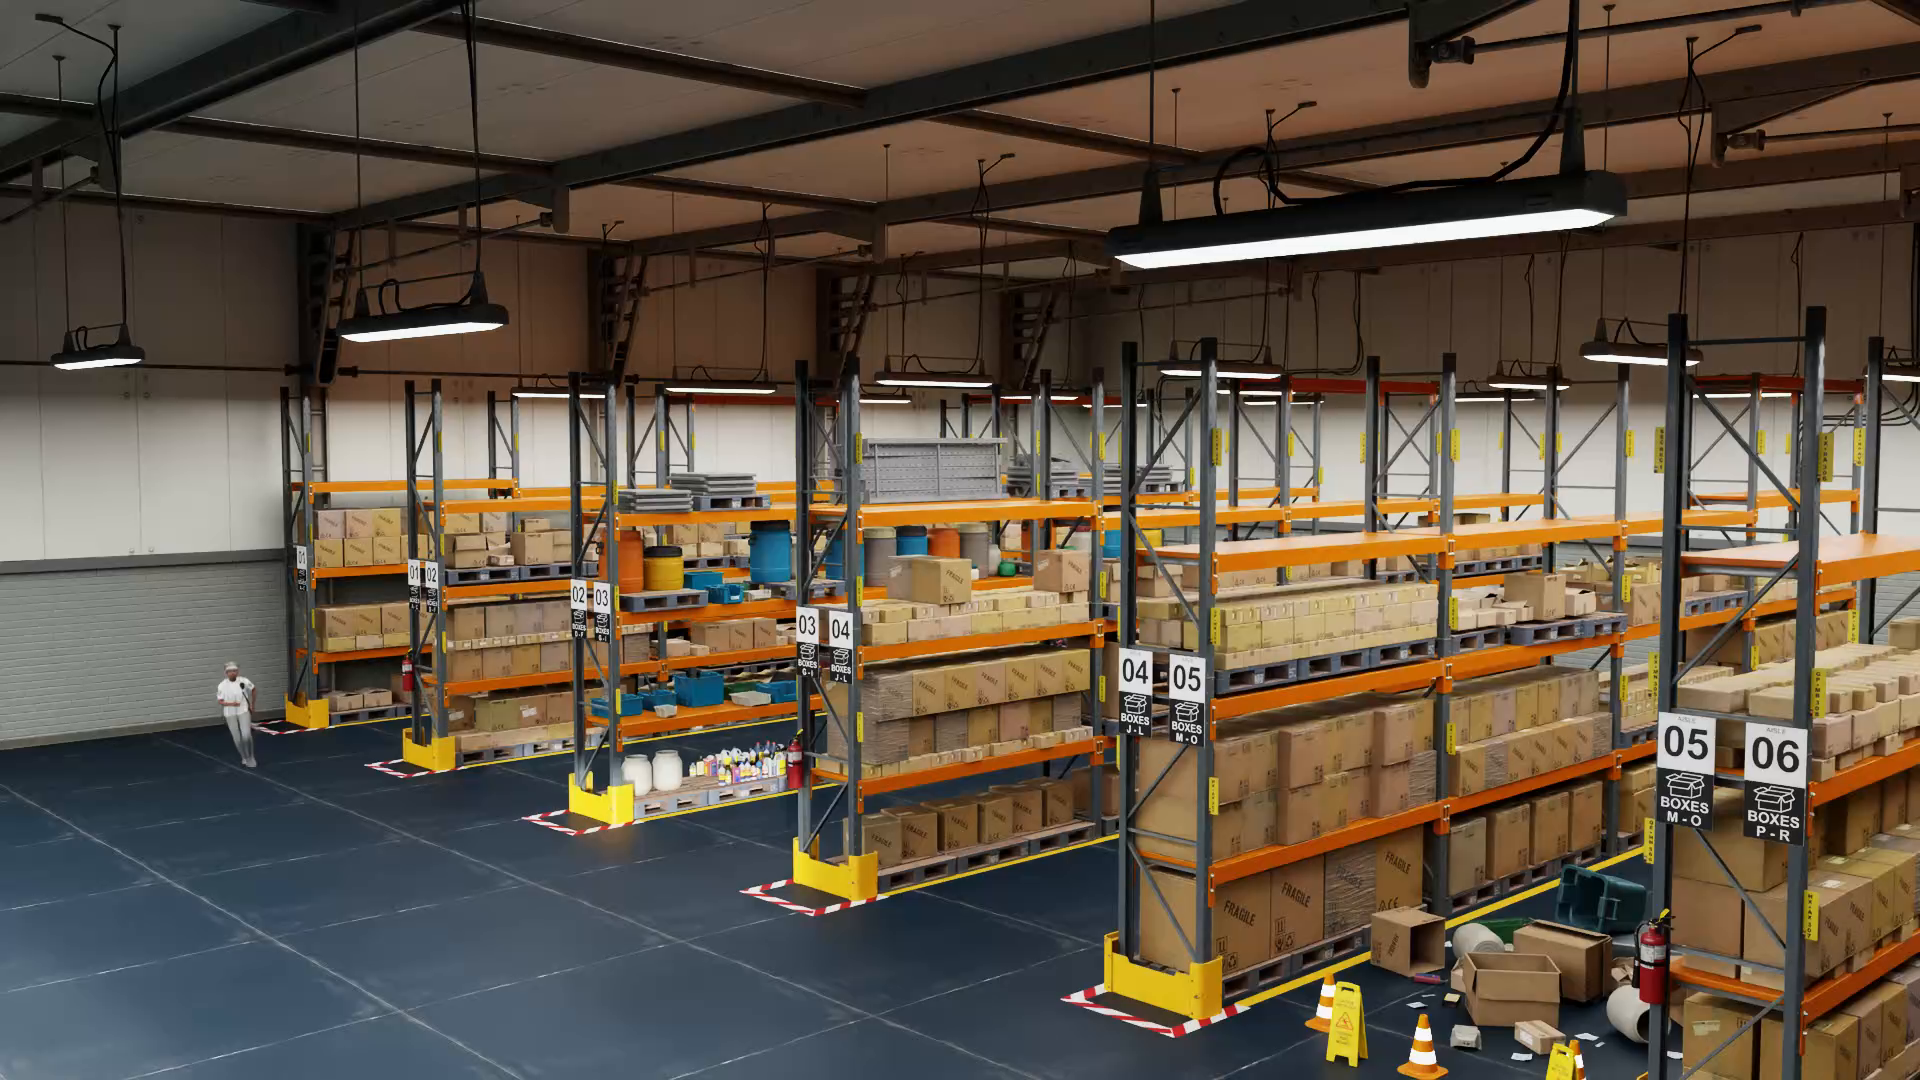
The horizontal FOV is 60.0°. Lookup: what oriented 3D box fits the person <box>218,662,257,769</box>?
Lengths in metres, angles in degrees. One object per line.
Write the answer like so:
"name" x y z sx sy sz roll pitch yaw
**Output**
"person" -11.159 2.702 25.669 0.527 1.688 0.623 -1 4 -15
